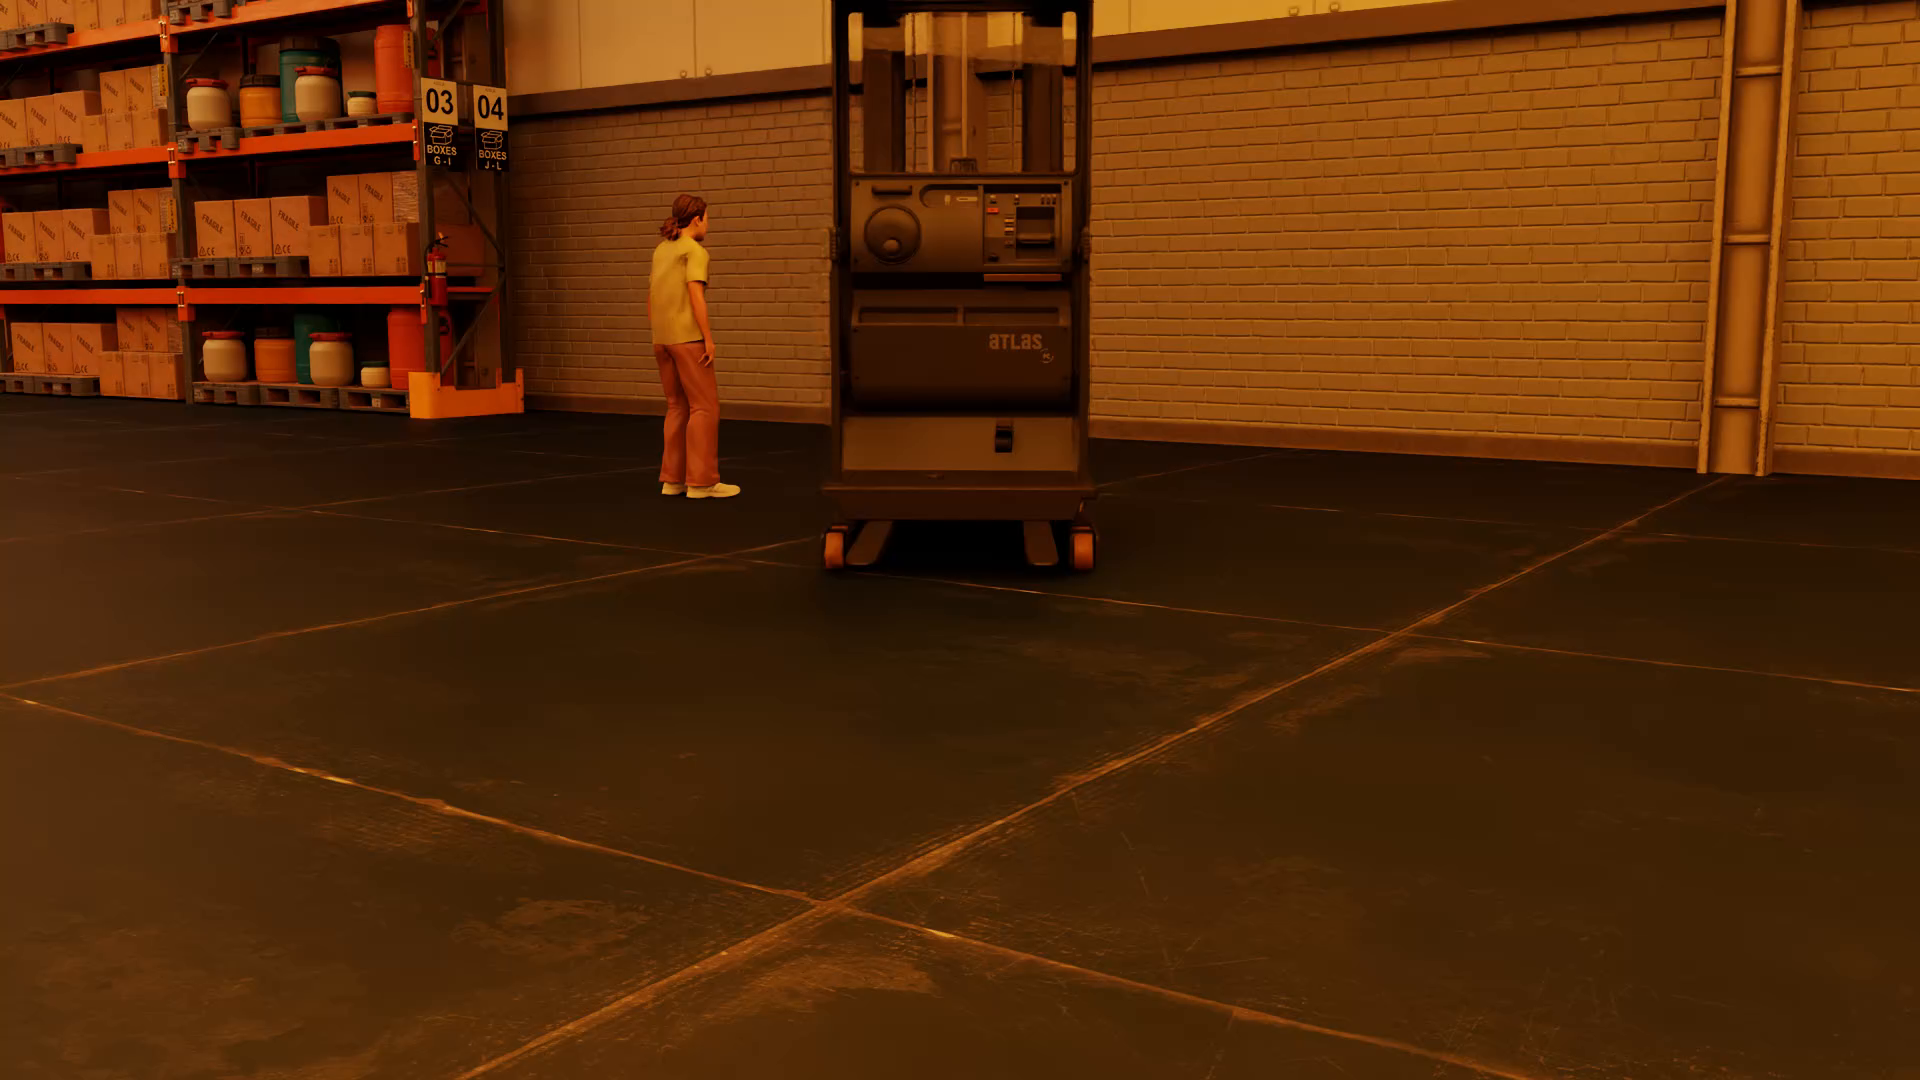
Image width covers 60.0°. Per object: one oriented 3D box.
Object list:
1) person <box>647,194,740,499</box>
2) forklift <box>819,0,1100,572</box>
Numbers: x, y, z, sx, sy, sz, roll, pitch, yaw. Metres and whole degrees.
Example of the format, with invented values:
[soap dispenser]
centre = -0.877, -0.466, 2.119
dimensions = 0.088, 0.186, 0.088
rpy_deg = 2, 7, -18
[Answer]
[person]
centre = -1.518, -1.078, 9.252
dimensions = 0.360, 1.671, 0.507
rpy_deg = -8, 11, -44
[forklift]
centre = 0.003, -1.364, 6.784
dimensions = 1.130, 2.935, 3.031
rpy_deg = 0, 8, 1
